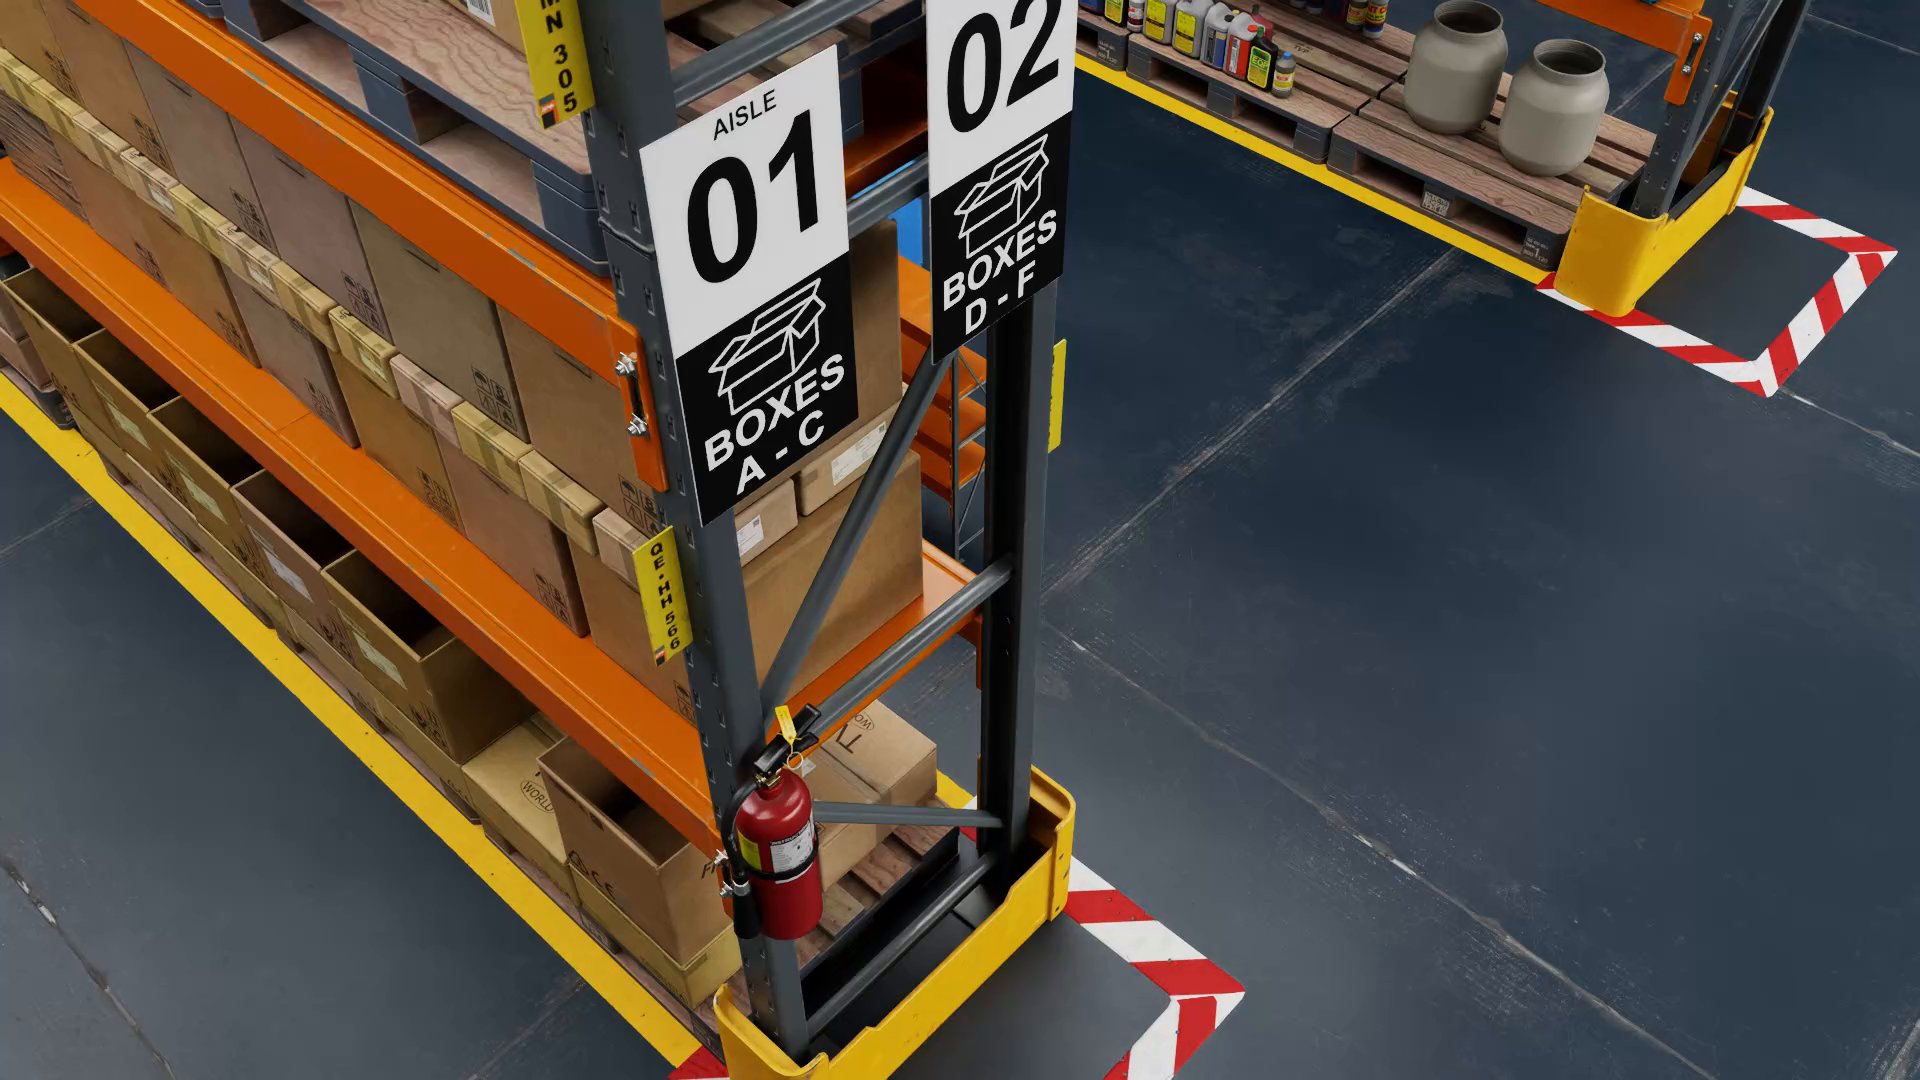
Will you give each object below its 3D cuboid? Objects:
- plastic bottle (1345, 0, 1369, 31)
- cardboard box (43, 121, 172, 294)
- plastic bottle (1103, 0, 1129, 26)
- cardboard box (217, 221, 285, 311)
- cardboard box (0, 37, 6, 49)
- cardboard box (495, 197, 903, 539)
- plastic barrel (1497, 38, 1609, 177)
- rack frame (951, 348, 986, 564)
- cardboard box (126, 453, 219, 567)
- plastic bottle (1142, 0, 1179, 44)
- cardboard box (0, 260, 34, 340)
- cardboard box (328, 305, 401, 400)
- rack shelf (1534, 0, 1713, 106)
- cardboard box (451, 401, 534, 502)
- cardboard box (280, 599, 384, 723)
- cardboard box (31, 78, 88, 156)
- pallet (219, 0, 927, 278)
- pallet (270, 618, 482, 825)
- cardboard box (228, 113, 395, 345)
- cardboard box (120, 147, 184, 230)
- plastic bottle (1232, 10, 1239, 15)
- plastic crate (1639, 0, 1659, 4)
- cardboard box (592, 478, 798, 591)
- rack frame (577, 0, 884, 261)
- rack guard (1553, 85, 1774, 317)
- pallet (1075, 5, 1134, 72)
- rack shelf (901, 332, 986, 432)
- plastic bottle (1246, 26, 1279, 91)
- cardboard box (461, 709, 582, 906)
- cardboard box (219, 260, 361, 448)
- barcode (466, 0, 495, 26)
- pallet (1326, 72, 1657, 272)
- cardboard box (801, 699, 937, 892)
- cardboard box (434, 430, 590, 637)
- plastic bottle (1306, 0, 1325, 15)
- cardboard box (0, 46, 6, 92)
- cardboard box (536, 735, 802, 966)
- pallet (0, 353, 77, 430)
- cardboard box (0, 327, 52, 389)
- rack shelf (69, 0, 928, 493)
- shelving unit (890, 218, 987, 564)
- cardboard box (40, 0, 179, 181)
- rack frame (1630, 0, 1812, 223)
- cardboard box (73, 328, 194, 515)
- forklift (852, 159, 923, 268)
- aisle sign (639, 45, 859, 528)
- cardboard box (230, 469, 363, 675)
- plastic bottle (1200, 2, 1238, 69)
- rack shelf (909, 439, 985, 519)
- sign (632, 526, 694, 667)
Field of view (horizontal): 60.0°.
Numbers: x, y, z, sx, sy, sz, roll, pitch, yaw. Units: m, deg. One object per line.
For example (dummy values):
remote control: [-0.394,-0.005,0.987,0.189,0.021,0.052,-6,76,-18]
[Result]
plastic bottle: [1.988,-2.657,8.305,0.097,0.201,0.097,0,47,0]
cardboard box: [-2.394,-1.236,5.285,0.500,0.500,0.700,33,55,27]
plastic bottle: [0.790,-2.729,8.317,0.061,0.283,0.133,-36,56,-29]
cardboard box: [-1.728,-0.807,4.436,0.250,0.149,0.380,33,55,27]
cardboard box: [-2.786,-1.938,5.053,0.500,0.500,0.700,34,56,28]
cardboard box: [-0.550,-0.440,3.647,0.500,0.500,0.700,34,55,28]
plastic barrel: [2.650,-1.926,7.419,0.421,0.512,0.421,0,47,0]
rack frame: [0.058,-0.372,5.776,0.015,1.200,0.240,34,55,28]
cardboard box: [-2.617,-0.236,6.012,0.500,0.250,0.500,34,55,28]
plastic bottle: [1.009,-2.646,8.192,0.185,0.351,0.144,34,55,27]
cardboard box: [-3.608,-1.117,6.454,0.500,0.311,0.500,34,55,28]
cardboard box: [-1.345,-0.551,4.196,0.250,0.149,0.380,36,56,29]
rack shelf: [1.716,-3.092,7.589,4.000,0.370,1.077,34,55,28]
cardboard box: [-0.968,-0.296,3.957,0.250,0.149,0.380,33,55,27]
cardboard box: [-1.882,0.258,5.549,0.500,0.250,0.500,34,55,28]
cardboard box: [-2.481,-1.315,4.914,0.250,0.149,0.380,33,55,27]
pallet: [-0.679,-1.058,3.189,1.213,0.211,1.003,34,55,28]
pallet: [-1.659,0.298,5.825,1.213,0.211,1.003,34,55,28]
cardboard box: [-1.311,-0.946,4.122,0.500,0.500,0.700,34,56,28]
cardboard box: [-2.100,-1.060,4.674,0.250,0.149,0.380,32,55,27]
plastic bottle: [1.341,-2.499,8.157,0.097,0.201,0.097,0,47,0]
plastic crate: [2.615,-2.386,6.534,0.616,0.251,0.499,34,55,28]
cardboard box: [-0.587,-0.041,3.717,0.250,0.149,0.380,33,55,27]
rack frame: [-0.177,-1.751,1.722,0.127,3.000,1.000,34,55,28]
rack guard: [3.098,-1.506,7.321,0.348,0.500,1.175,34,55,28]
pallet: [0.711,-3.018,8.939,1.213,0.211,1.003,34,55,28]
rack shelf: [-0.122,-0.600,5.775,0.480,0.148,0.258,34,55,28]
plastic bottle: [1.440,-2.291,7.905,0.133,0.283,0.061,35,56,28]
cardboard box: [-1.147,0.752,5.084,0.500,0.250,0.500,34,55,28]
cardboard box: [-1.651,-0.734,4.813,0.500,0.500,0.700,36,56,29]
barcode: [-0.726,-0.814,2.501,0.075,0.075,0.001,34,55,28]
pallet: [2.504,-1.812,7.806,1.213,0.211,1.003,34,55,28]
cardboard box: [-0.420,0.715,5.119,0.500,0.250,0.500,34,55,28]
cardboard box: [-0.900,-0.227,4.337,0.500,0.500,0.700,35,56,29]
plastic bottle: [1.813,-2.799,8.390,0.097,0.271,0.097,0,47,0]
cardboard box: [-2.865,-1.571,5.154,0.250,0.149,0.380,35,56,28]
cardboard box: [-0.773,0.737,4.584,0.500,0.500,0.500,34,55,28]
pallet: [-3.684,-1.064,7.105,1.213,0.211,1.003,34,55,28]
cardboard box: [-3.617,-0.928,6.662,0.500,0.250,0.500,33,55,27]
rack shelf: [-1.646,-1.467,4.006,4.000,0.370,1.077,34,55,28]
shelving unit: [-0.122,-0.493,5.889,0.503,1.200,0.258,34,55,28]
cardboard box: [-2.046,-1.441,4.587,0.500,0.500,0.700,34,55,28]
rack frame: [3.186,-2.349,6.398,0.127,3.000,1.000,34,55,28]
cardboard box: [-2.615,-0.495,5.741,0.500,0.500,0.500,34,55,28]
forklift: [-1.559,-2.113,6.223,3.031,2.935,1.130,33,55,27]
aisle sign: [-0.328,-0.398,2.783,0.004,0.787,0.394,34,55,28]
cardboard box: [-1.884,0.003,5.273,0.500,0.500,0.500,34,55,28]
plastic bottle: [1.270,-2.449,8.058,0.135,0.276,0.152,32,55,27]
rack shelf: [-0.122,-0.311,6.083,0.480,0.148,0.258,34,55,28]
sign: [-0.555,0.109,3.134,0.005,0.325,0.100,34,55,28]
